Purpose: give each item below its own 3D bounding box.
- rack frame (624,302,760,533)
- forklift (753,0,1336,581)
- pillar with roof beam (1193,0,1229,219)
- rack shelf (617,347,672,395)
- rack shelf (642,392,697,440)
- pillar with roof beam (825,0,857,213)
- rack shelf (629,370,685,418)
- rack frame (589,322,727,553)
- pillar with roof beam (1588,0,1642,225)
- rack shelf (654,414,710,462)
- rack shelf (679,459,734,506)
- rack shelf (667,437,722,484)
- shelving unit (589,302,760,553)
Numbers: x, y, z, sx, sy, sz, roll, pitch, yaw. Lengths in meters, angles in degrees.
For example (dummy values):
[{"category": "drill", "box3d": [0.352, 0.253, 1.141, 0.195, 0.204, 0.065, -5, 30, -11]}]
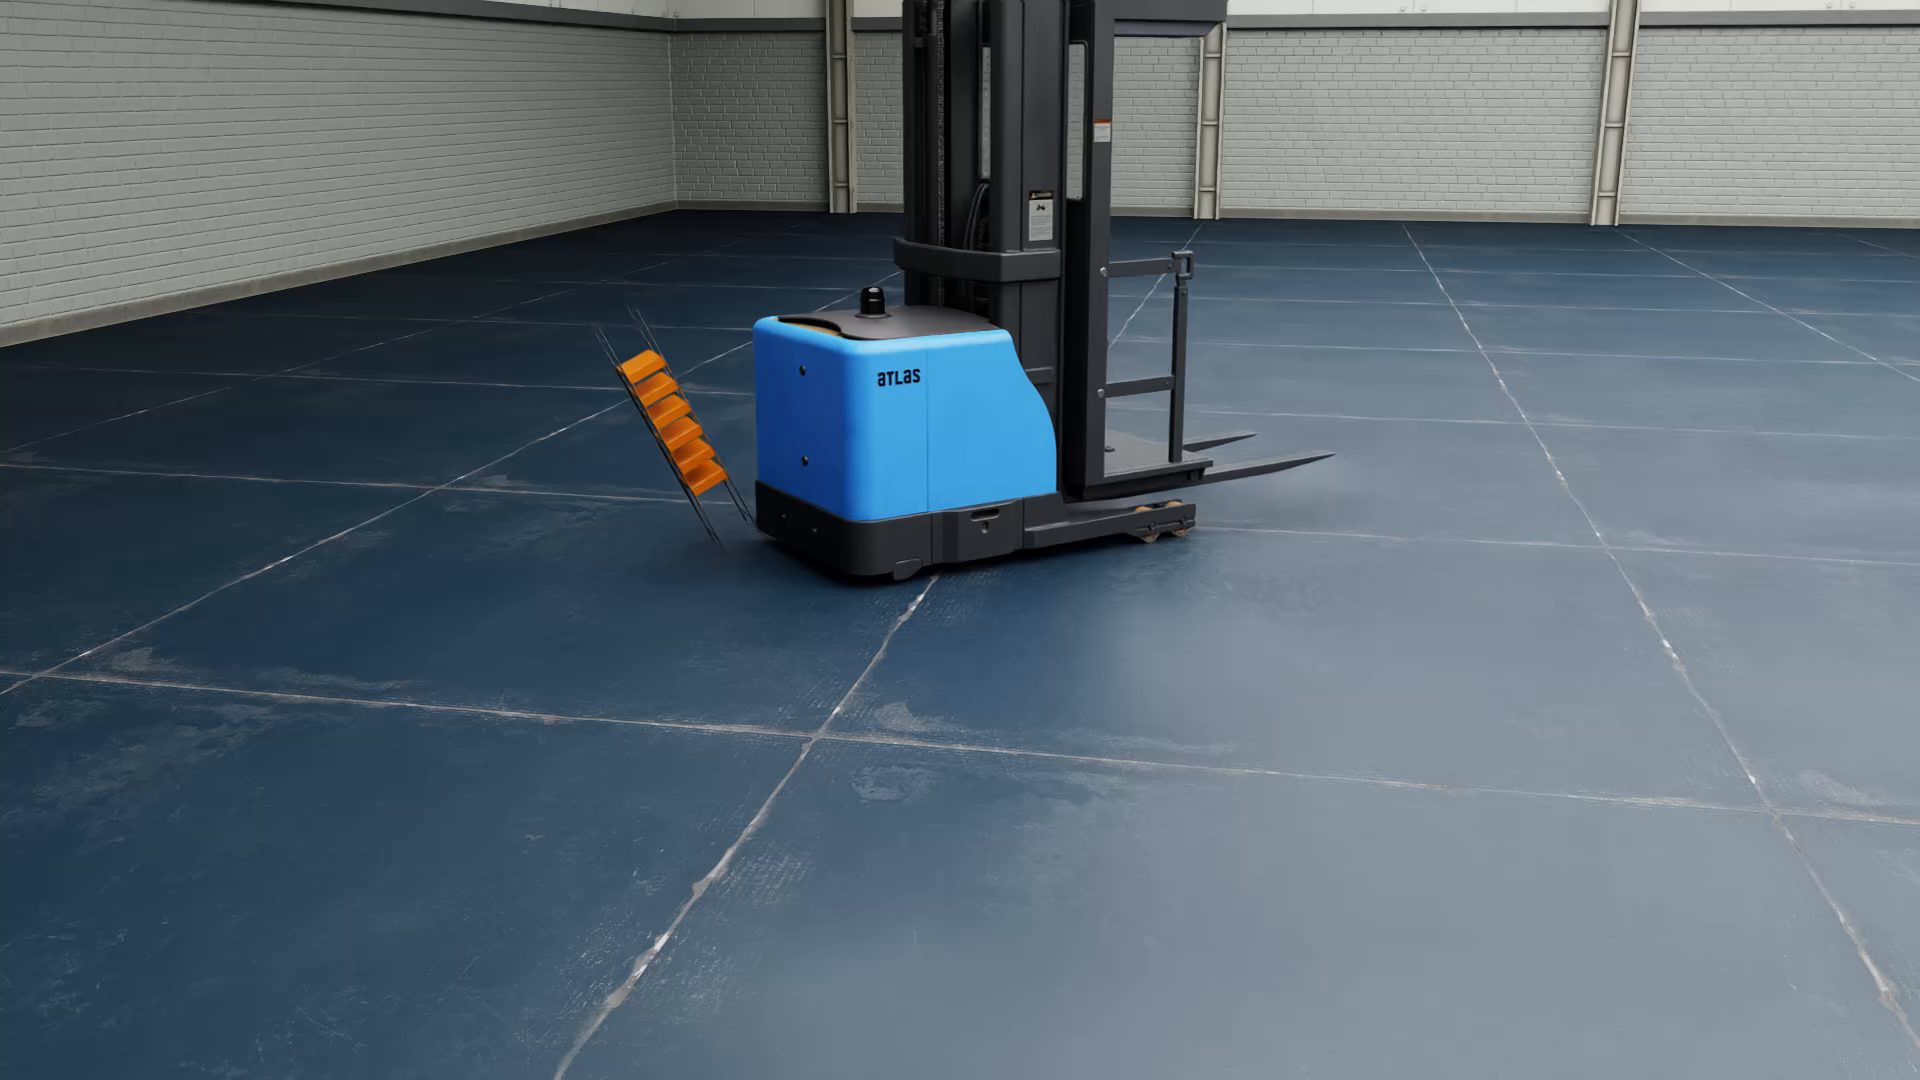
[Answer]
[{"category": "rack frame", "box3d": [-1.229, -0.555, 7.667, 0.006, 1.200, 0.240, -32, 25, -13]}, {"category": "forklift", "box3d": [0.545, -1.514, 7.966, 3.031, 2.935, 1.130, -10, 18, -32]}, {"category": "pillar with roof beam", "box3d": [3.081, -8.351, 21.283, 0.400, 9.000, 9.100, 3, 16, 11]}, {"category": "rack shelf", "box3d": [-1.432, -0.766, 7.518, 0.180, 0.103, 0.258, -32, 25, -13]}, {"category": "rack shelf", "box3d": [-1.335, -0.569, 7.616, 0.180, 0.103, 0.258, -32, 25, -13]}, {"category": "pillar with roof beam", "box3d": [-2.799, -8.670, 22.435, 0.400, 9.000, 9.100, 3, 16, 11]}, {"category": "rack shelf", "box3d": [-1.384, -0.668, 7.567, 0.180, 0.103, 0.258, -32, 25, -13]}, {"category": "rack frame", "box3d": [-1.380, -0.460, 7.626, 0.006, 1.200, 0.240, -32, 25, -13]}, {"category": "pillar with roof beam", "box3d": [8.960, -8.032, 20.131, 0.400, 9.000, 9.100, 3, 16, 11]}, {"category": "rack shelf", "box3d": [-1.287, -0.471, 7.665, 0.180, 0.103, 0.258, -32, 25, -13]}, {"category": "rack shelf", "box3d": [-1.189, -0.275, 7.763, 0.180, 0.103, 0.258, -32, 25, -13]}, {"category": "rack shelf", "box3d": [-1.238, -0.373, 7.714, 0.180, 0.103, 0.258, -32, 25, -13]}, {"category": "shelving unit", "box3d": [-1.305, -0.508, 7.647, 0.189, 1.200, 0.258, -32, 25, -13]}]
